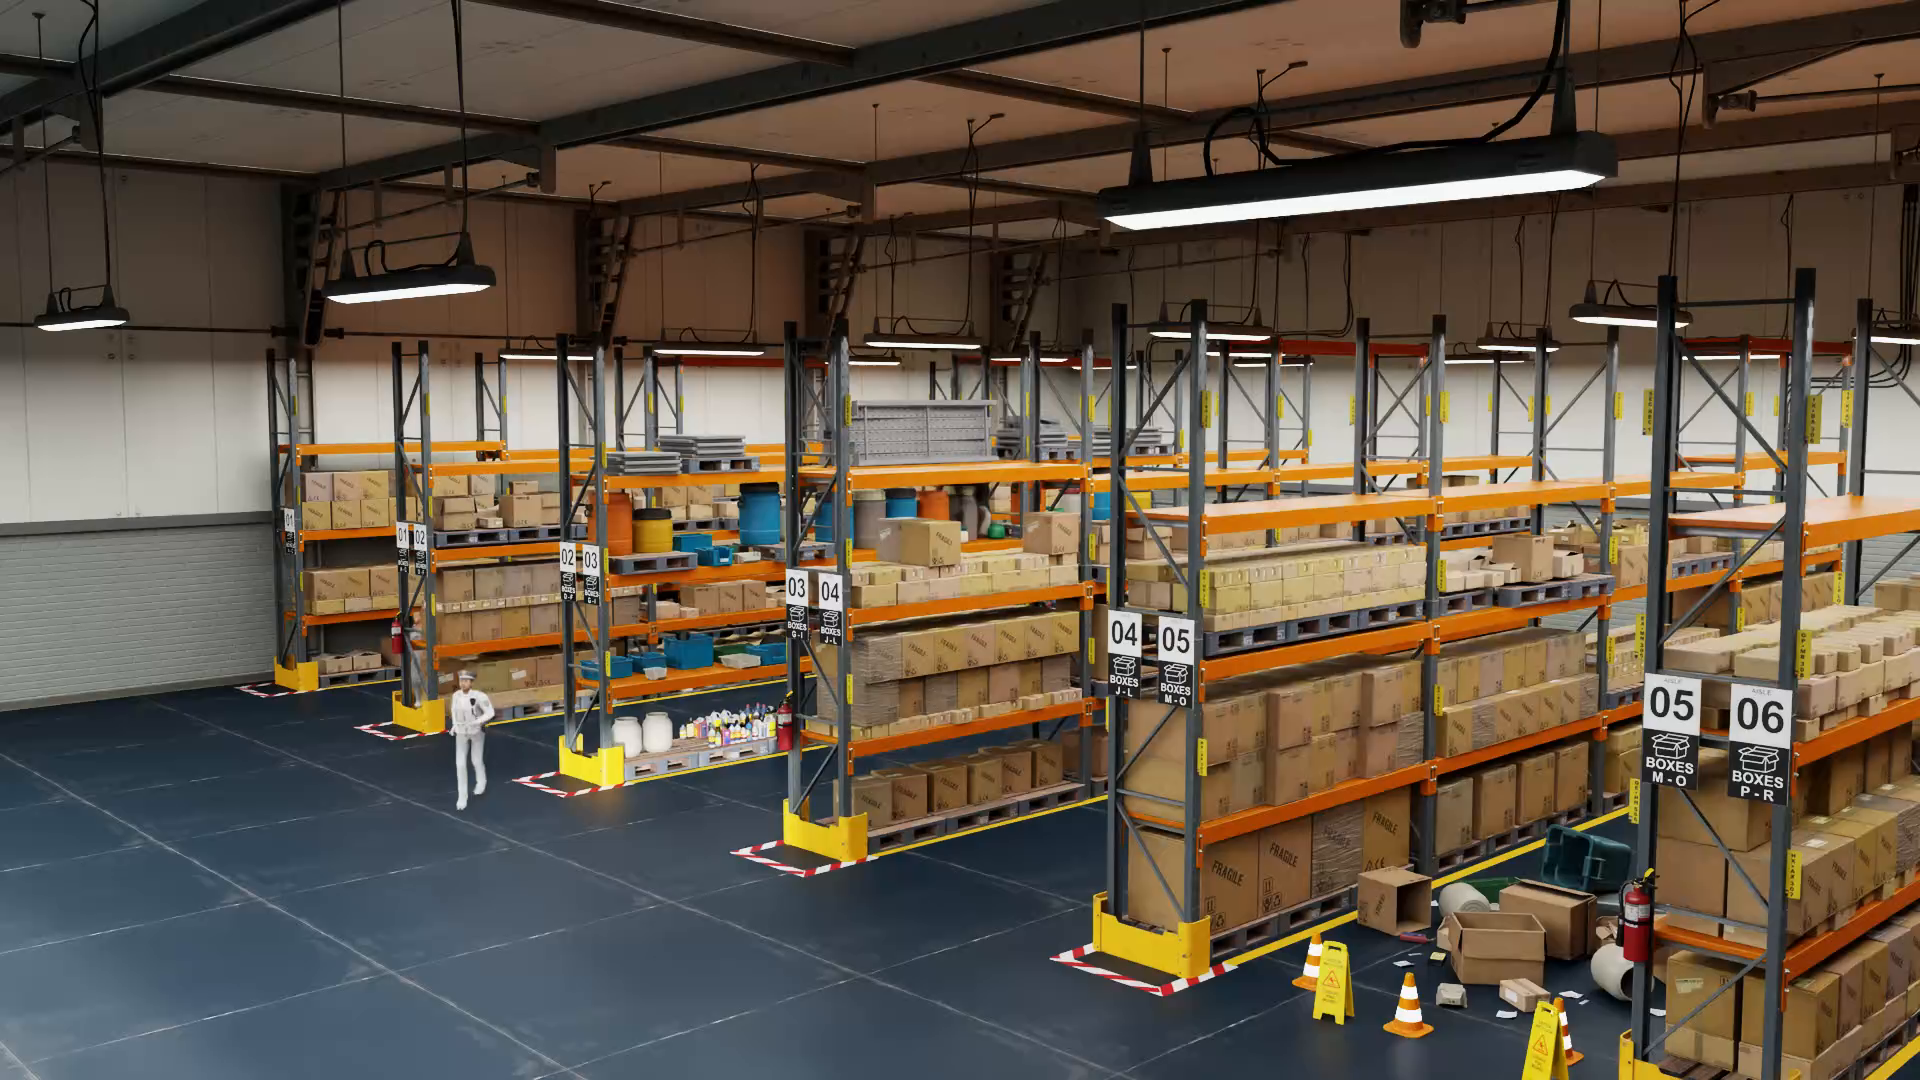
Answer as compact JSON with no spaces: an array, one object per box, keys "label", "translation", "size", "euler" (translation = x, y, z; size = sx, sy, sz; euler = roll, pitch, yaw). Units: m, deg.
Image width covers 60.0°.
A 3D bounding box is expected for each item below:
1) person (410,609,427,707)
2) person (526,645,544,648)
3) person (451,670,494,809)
[{"label":"person","translation":[-9.000,1.963,27.604],"size":[0.560,1.622,0.577],"euler":[2,5,25]},{"label":"person","translation":[-7.380,1.791,29.234],"size":[0.658,1.717,0.721],"euler":[-4,7,-41]},{"label":"person","translation":[-6.201,2.491,21.158],"size":[0.601,1.743,0.774],"euler":[0,5,1]}]
